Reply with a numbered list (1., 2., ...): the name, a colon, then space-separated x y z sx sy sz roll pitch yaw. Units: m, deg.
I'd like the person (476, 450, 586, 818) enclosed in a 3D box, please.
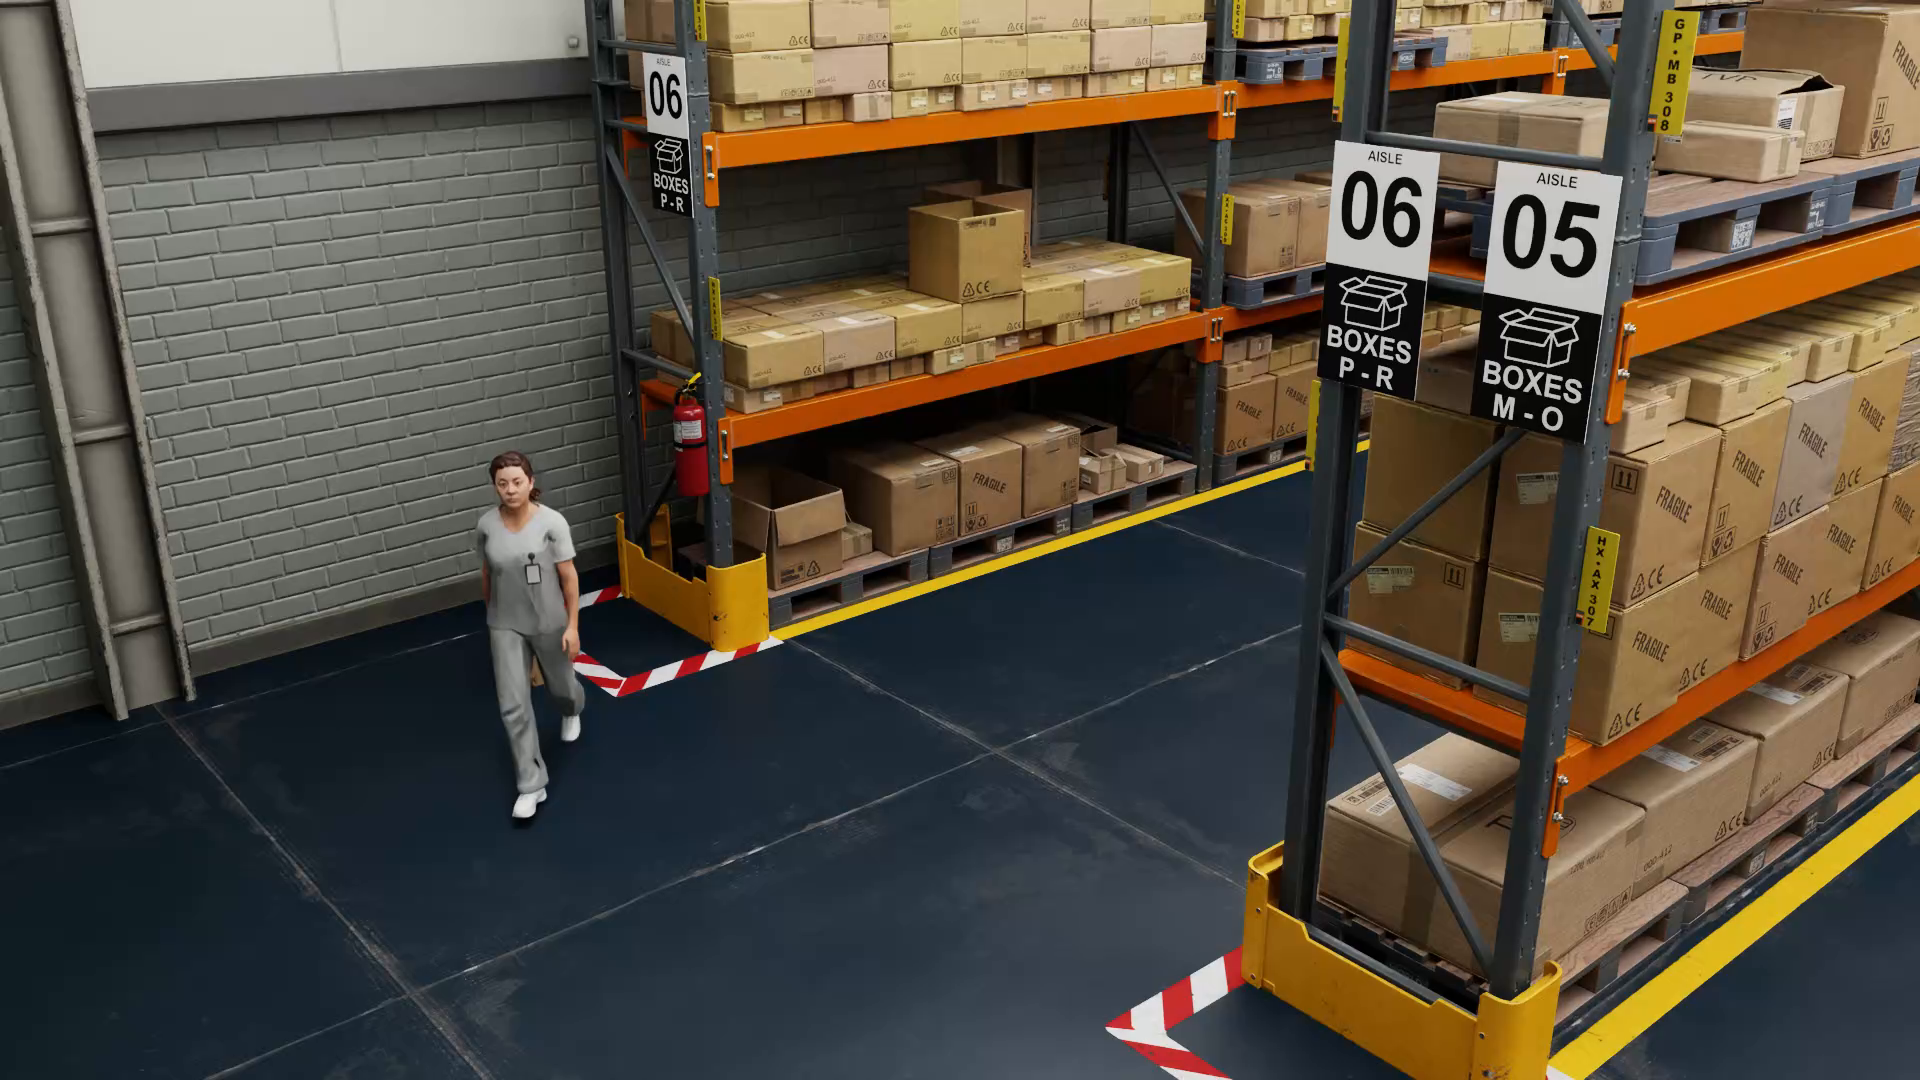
1. person: -1.955 0.366 7.650 0.457 1.629 0.943 -1 21 -2
